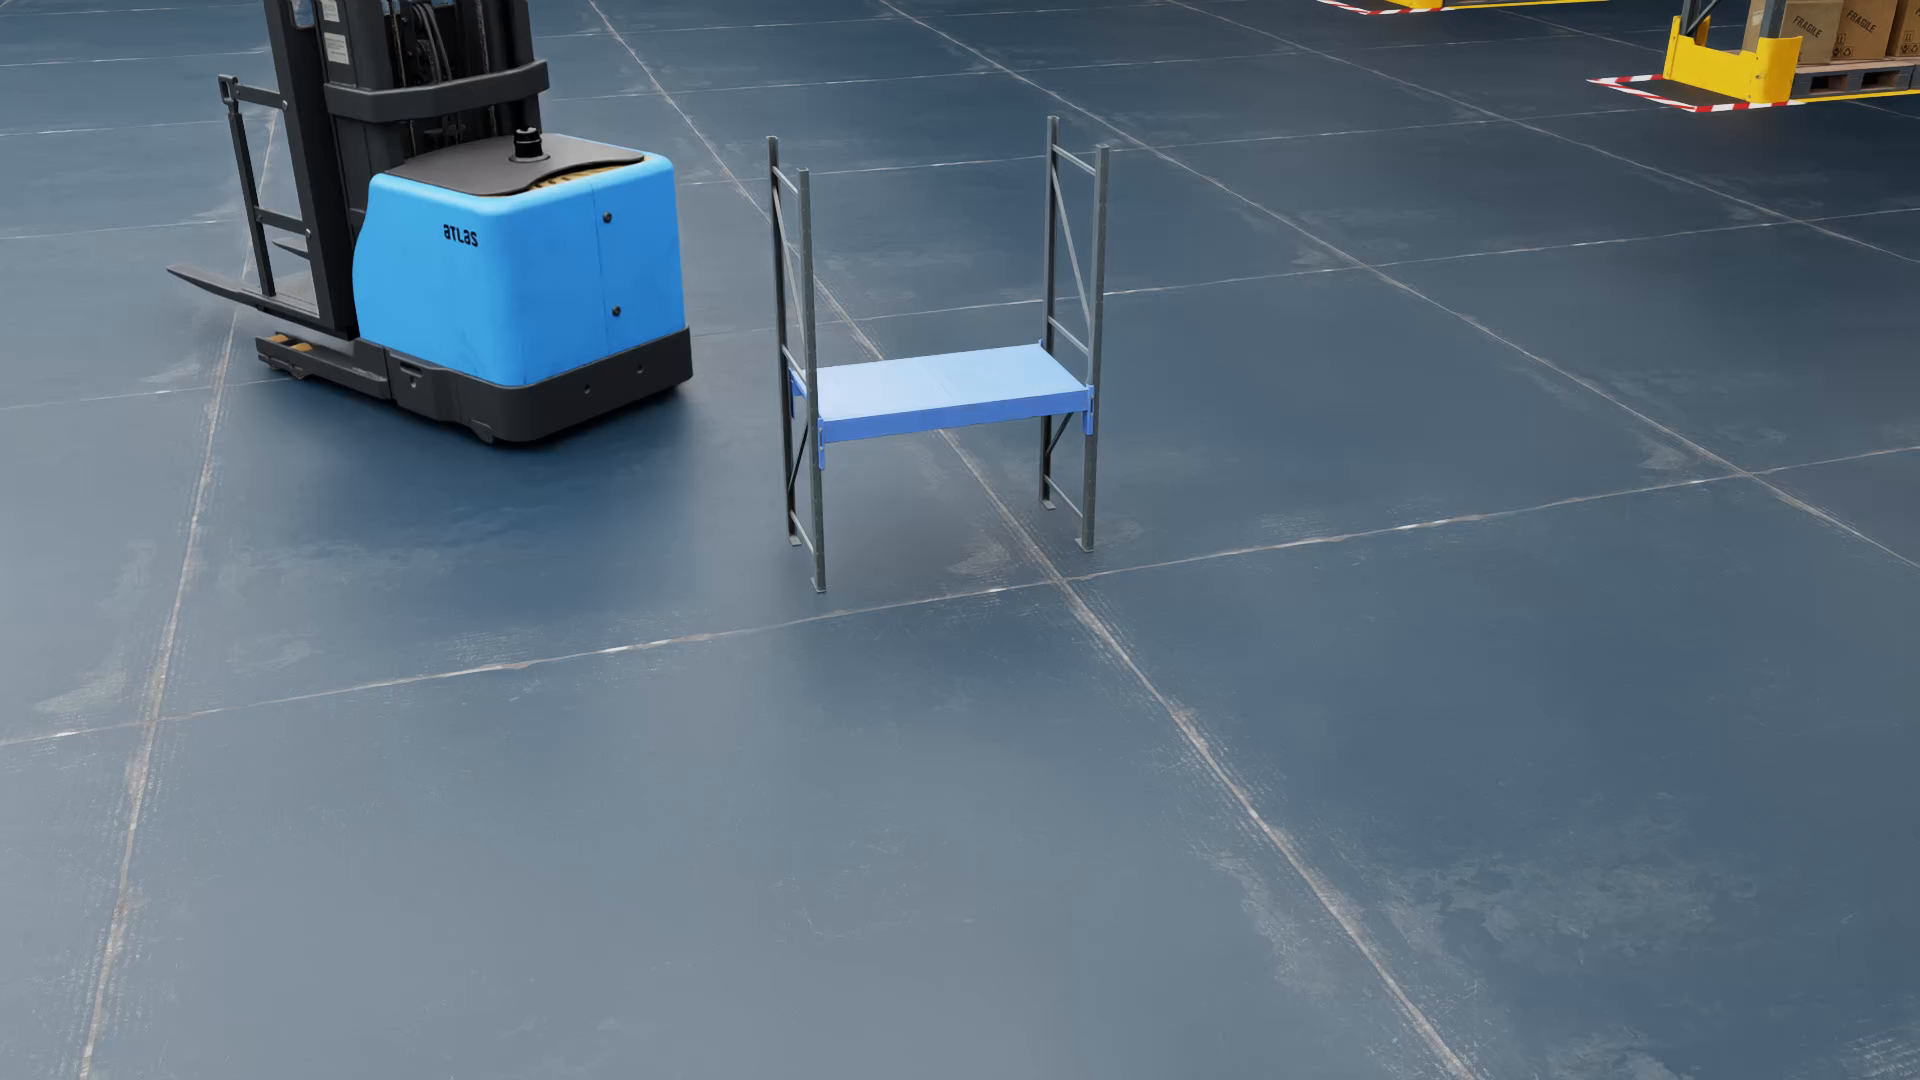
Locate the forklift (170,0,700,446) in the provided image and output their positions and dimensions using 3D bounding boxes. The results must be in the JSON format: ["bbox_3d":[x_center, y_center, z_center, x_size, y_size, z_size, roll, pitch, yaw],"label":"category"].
[{"bbox_3d":[-2.666,-2.219,7.424,3.031,2.935,1.130,19,32,33],"label":"forklift"}]

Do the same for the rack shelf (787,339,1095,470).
[{"bbox_3d":[-0.081,-0.499,5.973,1.000,0.185,0.538,-8,28,-16],"label":"rack shelf"}]

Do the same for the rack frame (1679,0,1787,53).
[{"bbox_3d":[6.259,-5.075,13.099,0.127,3.000,1.000,-8,28,-16],"label":"rack frame"}]

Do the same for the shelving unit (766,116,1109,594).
[{"bbox_3d":[-0.081,-0.660,5.893,1.048,1.500,0.538,-8,28,-16],"label":"shelving unit"}]

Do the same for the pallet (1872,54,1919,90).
[{"bbox_3d":[8.273,-4.100,14.271,1.213,0.211,1.003,-8,28,-16],"label":"pallet"}]

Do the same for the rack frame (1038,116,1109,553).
[{"bbox_3d":[0.402,-0.730,6.034,0.032,1.500,0.500,-8,28,-16],"label":"rack frame"}]

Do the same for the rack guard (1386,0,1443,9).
[{"bbox_3d":[4.783,-6.080,17.934,0.348,0.500,1.175,-8,28,-16],"label":"rack guard"}]

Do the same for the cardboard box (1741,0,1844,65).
[{"bbox_3d":[6.858,-4.222,13.720,0.500,0.500,0.500,-3,27,-7],"label":"cardboard box"}]

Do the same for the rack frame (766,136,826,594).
[{"bbox_3d":[-0.564,-0.590,5.752,0.032,1.500,0.500,-8,28,-16],"label":"rack frame"}]

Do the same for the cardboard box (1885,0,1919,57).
[{"bbox_3d":[8.017,-4.397,14.073,0.500,0.500,0.500,-6,27,-11],"label":"cardboard box"}]

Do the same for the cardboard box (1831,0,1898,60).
[{"bbox_3d":[7.416,-4.319,13.915,0.500,0.500,0.500,-1,26,-3],"label":"cardboard box"}]

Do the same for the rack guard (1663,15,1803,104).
[{"bbox_3d":[6.332,-3.966,13.676,0.348,0.500,1.175,-8,28,-16],"label":"rack guard"}]

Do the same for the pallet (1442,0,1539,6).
[{"bbox_3d":[5.557,-6.060,18.219,1.213,0.211,1.003,-8,28,-16],"label":"pallet"}]

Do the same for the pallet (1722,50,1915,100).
[{"bbox_3d":[7.115,-3.933,13.935,1.213,0.211,1.003,-8,28,-16],"label":"pallet"}]
